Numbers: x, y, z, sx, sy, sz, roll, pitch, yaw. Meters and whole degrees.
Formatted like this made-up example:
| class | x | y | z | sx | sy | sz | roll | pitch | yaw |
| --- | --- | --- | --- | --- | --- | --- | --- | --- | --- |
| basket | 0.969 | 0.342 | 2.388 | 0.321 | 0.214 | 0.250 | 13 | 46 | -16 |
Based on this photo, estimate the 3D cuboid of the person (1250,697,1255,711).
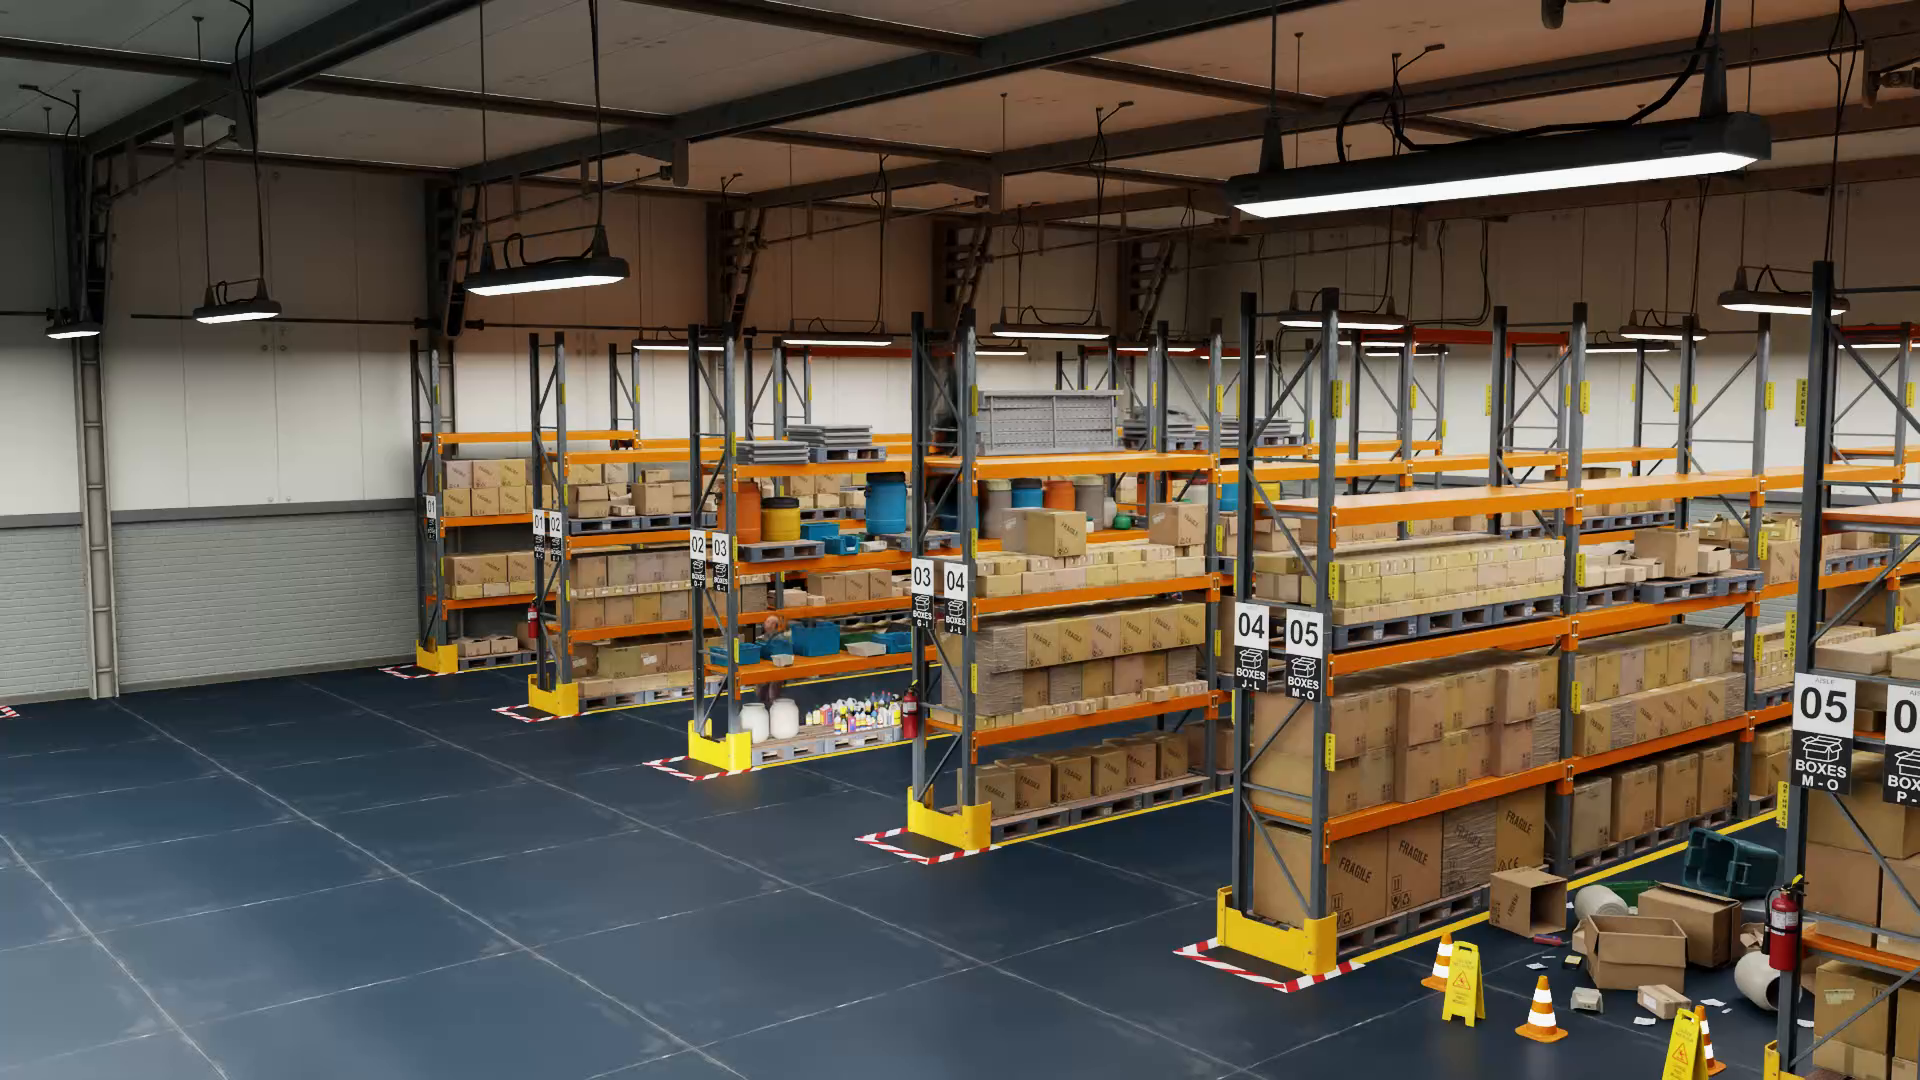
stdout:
| class | x | y | z | sx | sy | sz | roll | pitch | yaw |
| --- | --- | --- | --- | --- | --- | --- | --- | --- | --- |
| person | 4.338 | 2.078 | 24.829 | 0.451 | 1.321 | 0.794 | 4 | 7 | 39 |

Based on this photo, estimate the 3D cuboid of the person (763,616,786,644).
| class | x | y | z | sx | sy | sz | roll | pitch | yaw |
| --- | --- | --- | --- | --- | --- | --- | --- | --- | --- |
| person | -2.873 | 1.992 | 25.193 | 0.585 | 1.691 | 0.519 | -3 | 6 | -32 |
